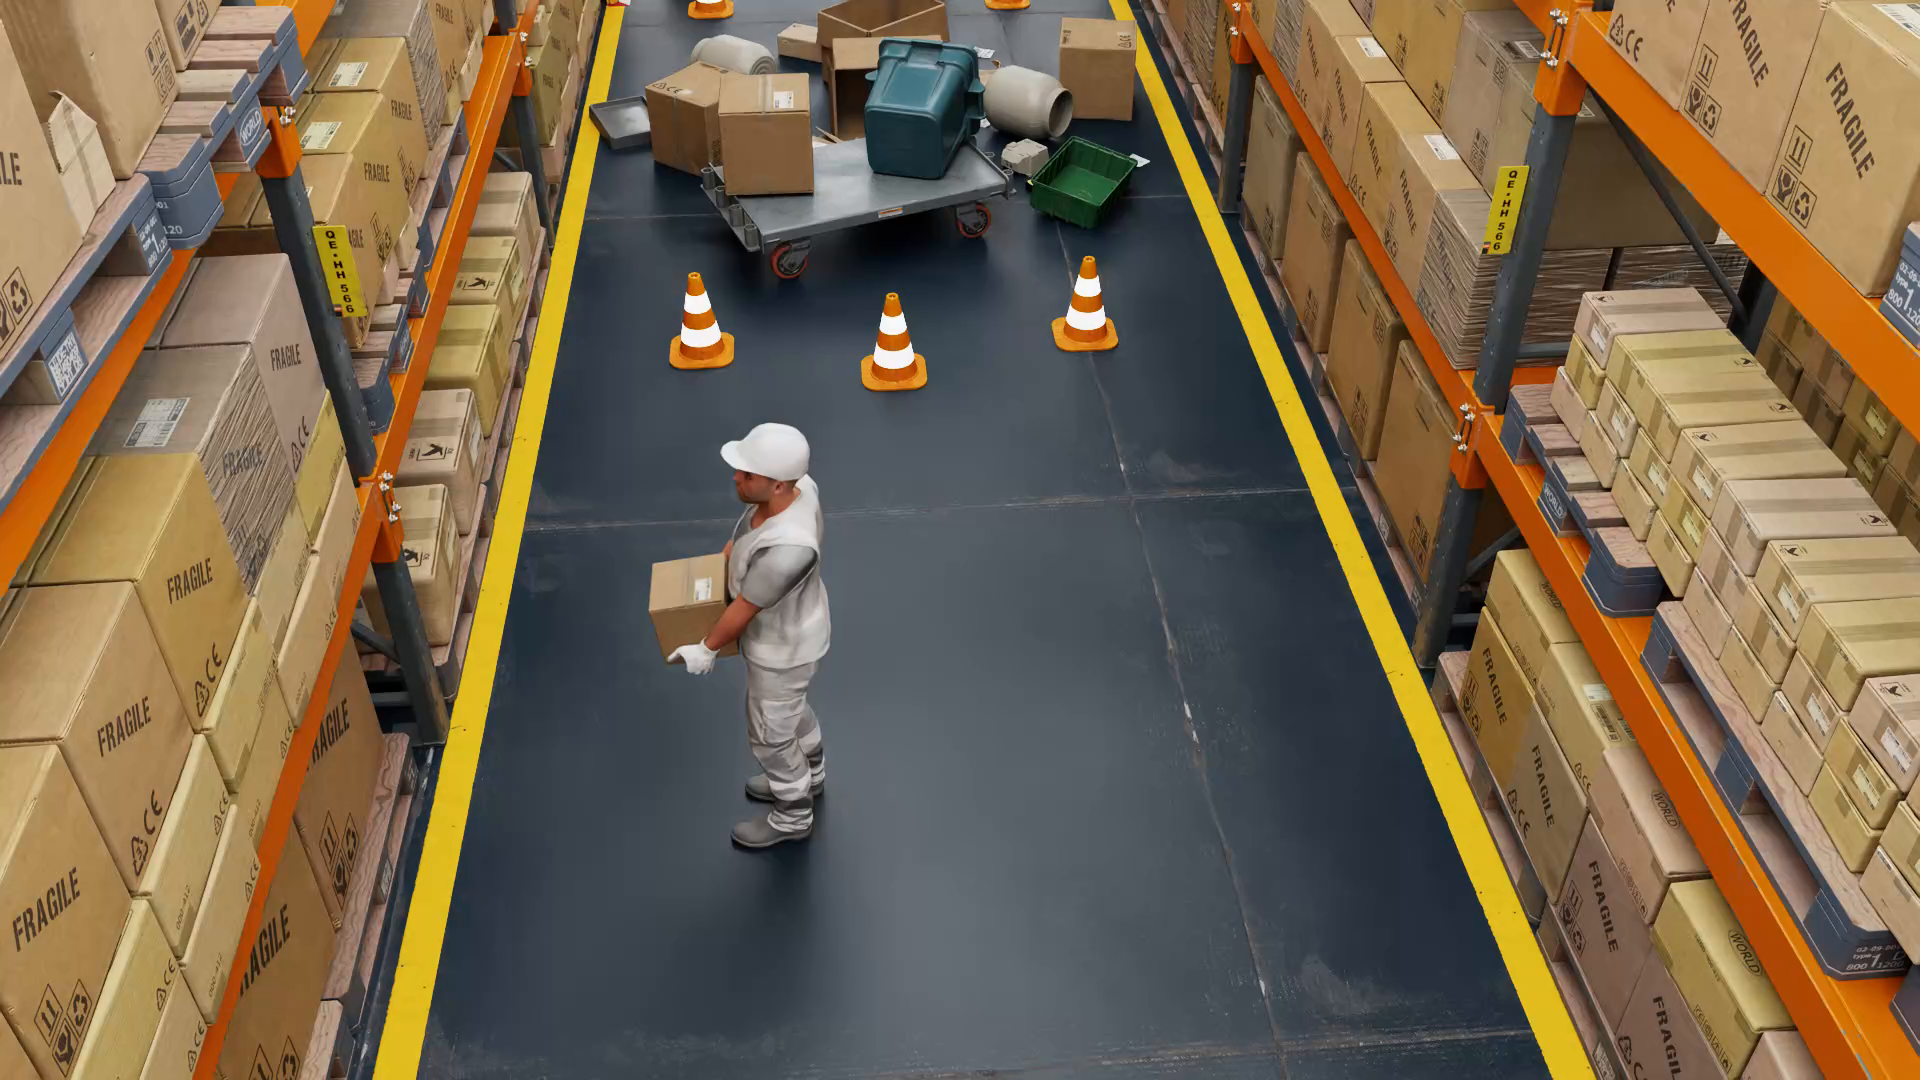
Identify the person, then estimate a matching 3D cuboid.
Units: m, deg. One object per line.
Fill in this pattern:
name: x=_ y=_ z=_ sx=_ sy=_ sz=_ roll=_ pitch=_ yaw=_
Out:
person: x=-0.700 y=0.352 z=5.701 sx=0.564 sy=1.782 sz=0.494 roll=-3 pitch=39 yaw=-4
